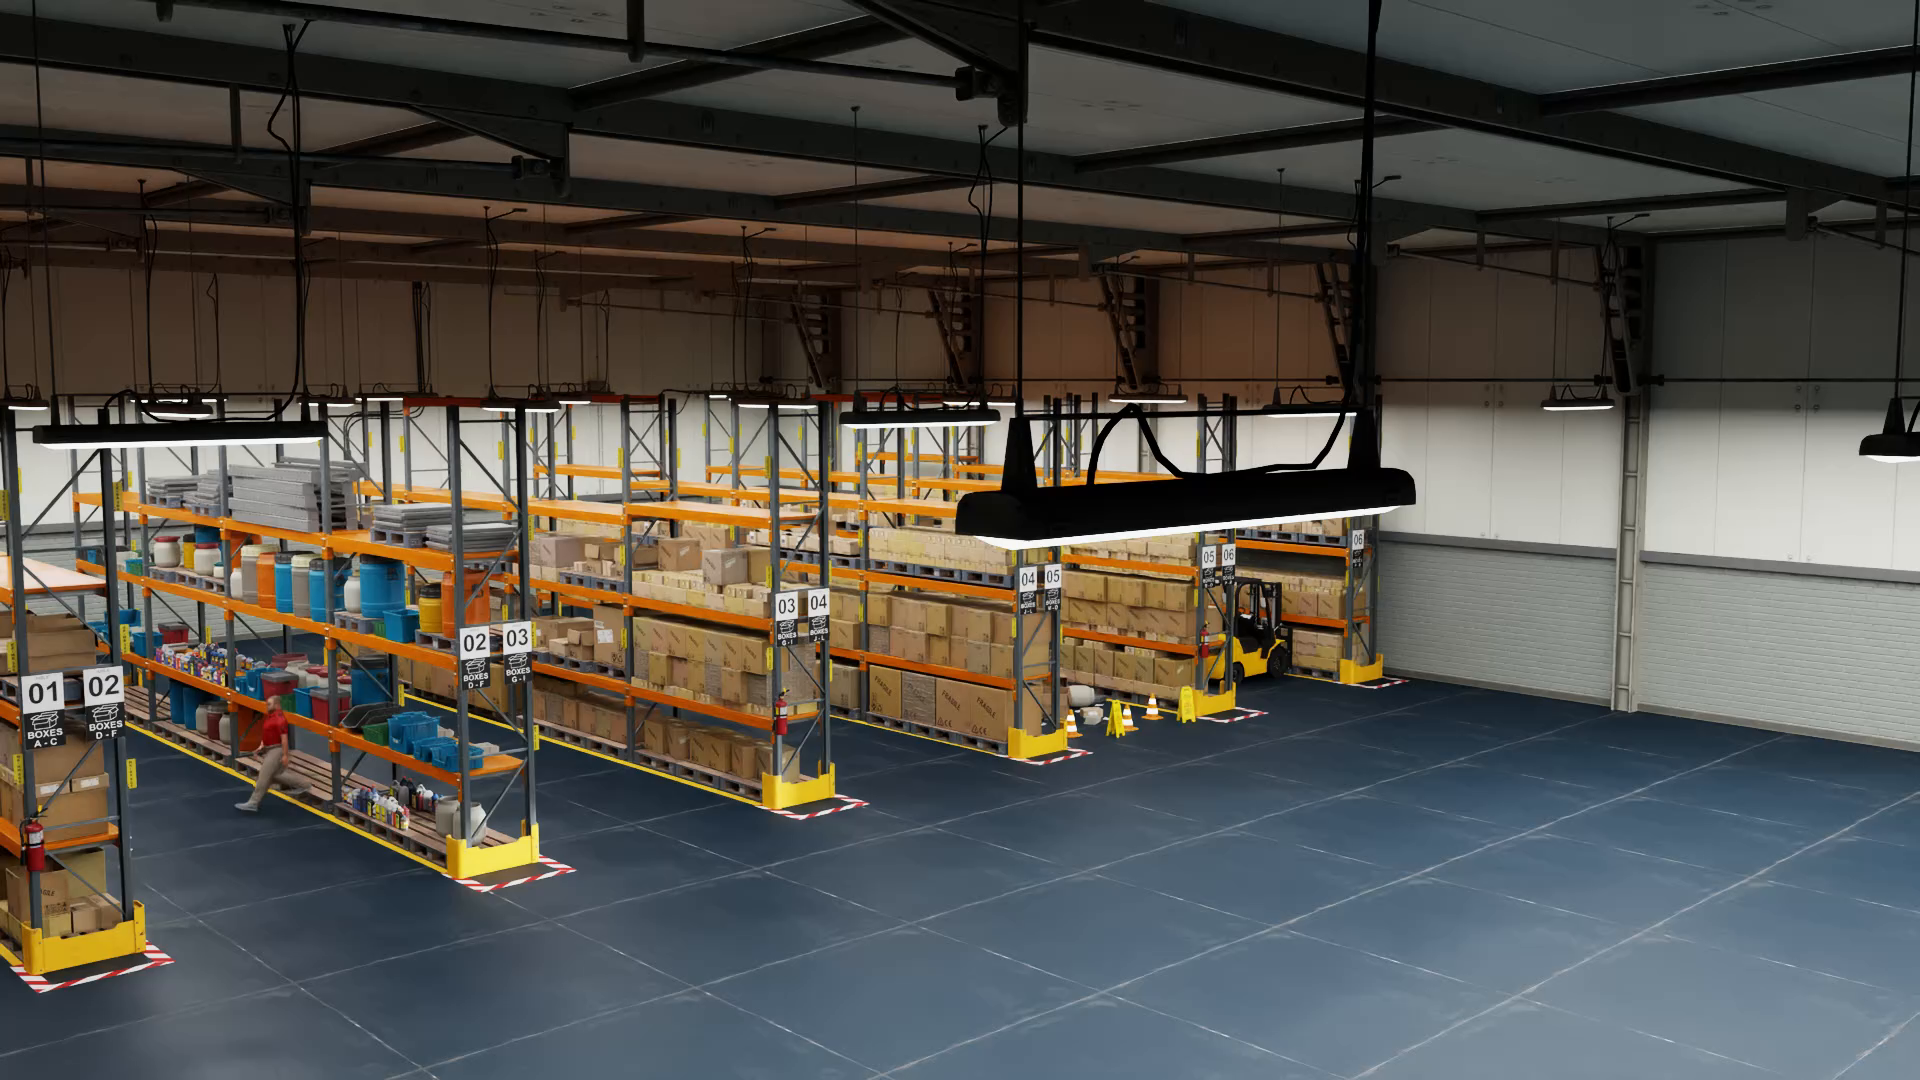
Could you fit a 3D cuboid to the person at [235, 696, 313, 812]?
[{"bbox_3d":[-10.118,3.115,24.470,1.075,1.663,0.535,-2,6,-24],"label":"person"}]
